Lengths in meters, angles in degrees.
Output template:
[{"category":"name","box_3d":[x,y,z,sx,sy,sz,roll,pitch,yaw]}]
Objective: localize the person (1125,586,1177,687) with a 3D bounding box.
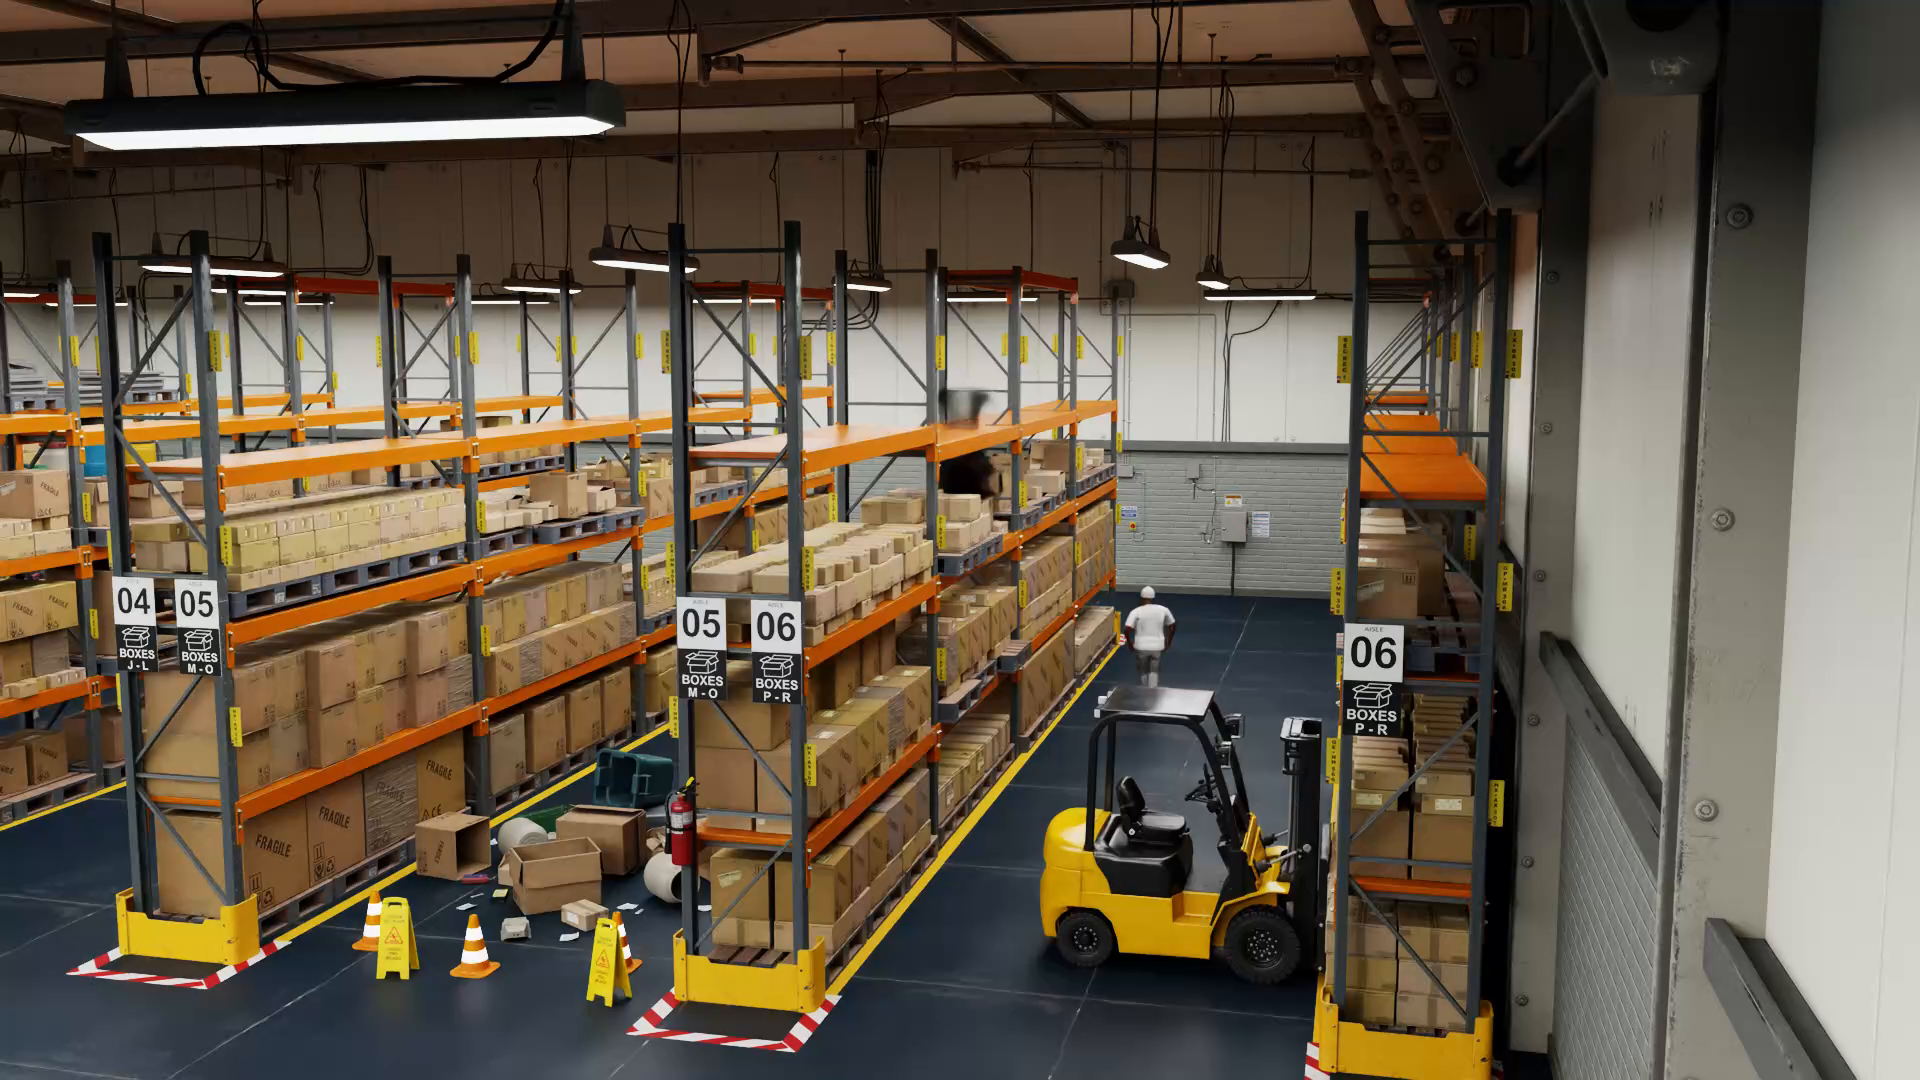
[{"category":"person","box_3d":[2.636,1.521,23.011,0.731,1.728,0.647,0,7,0]}]

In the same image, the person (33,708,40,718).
[{"category":"person","box_3d":[-12.677,1.672,22.295,0.704,1.575,0.891,-1,7,-11]}]

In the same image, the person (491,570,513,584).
[{"category":"person","box_3d":[-7.062,1.170,25.935,0.556,1.745,0.831,2,7,20]}]
